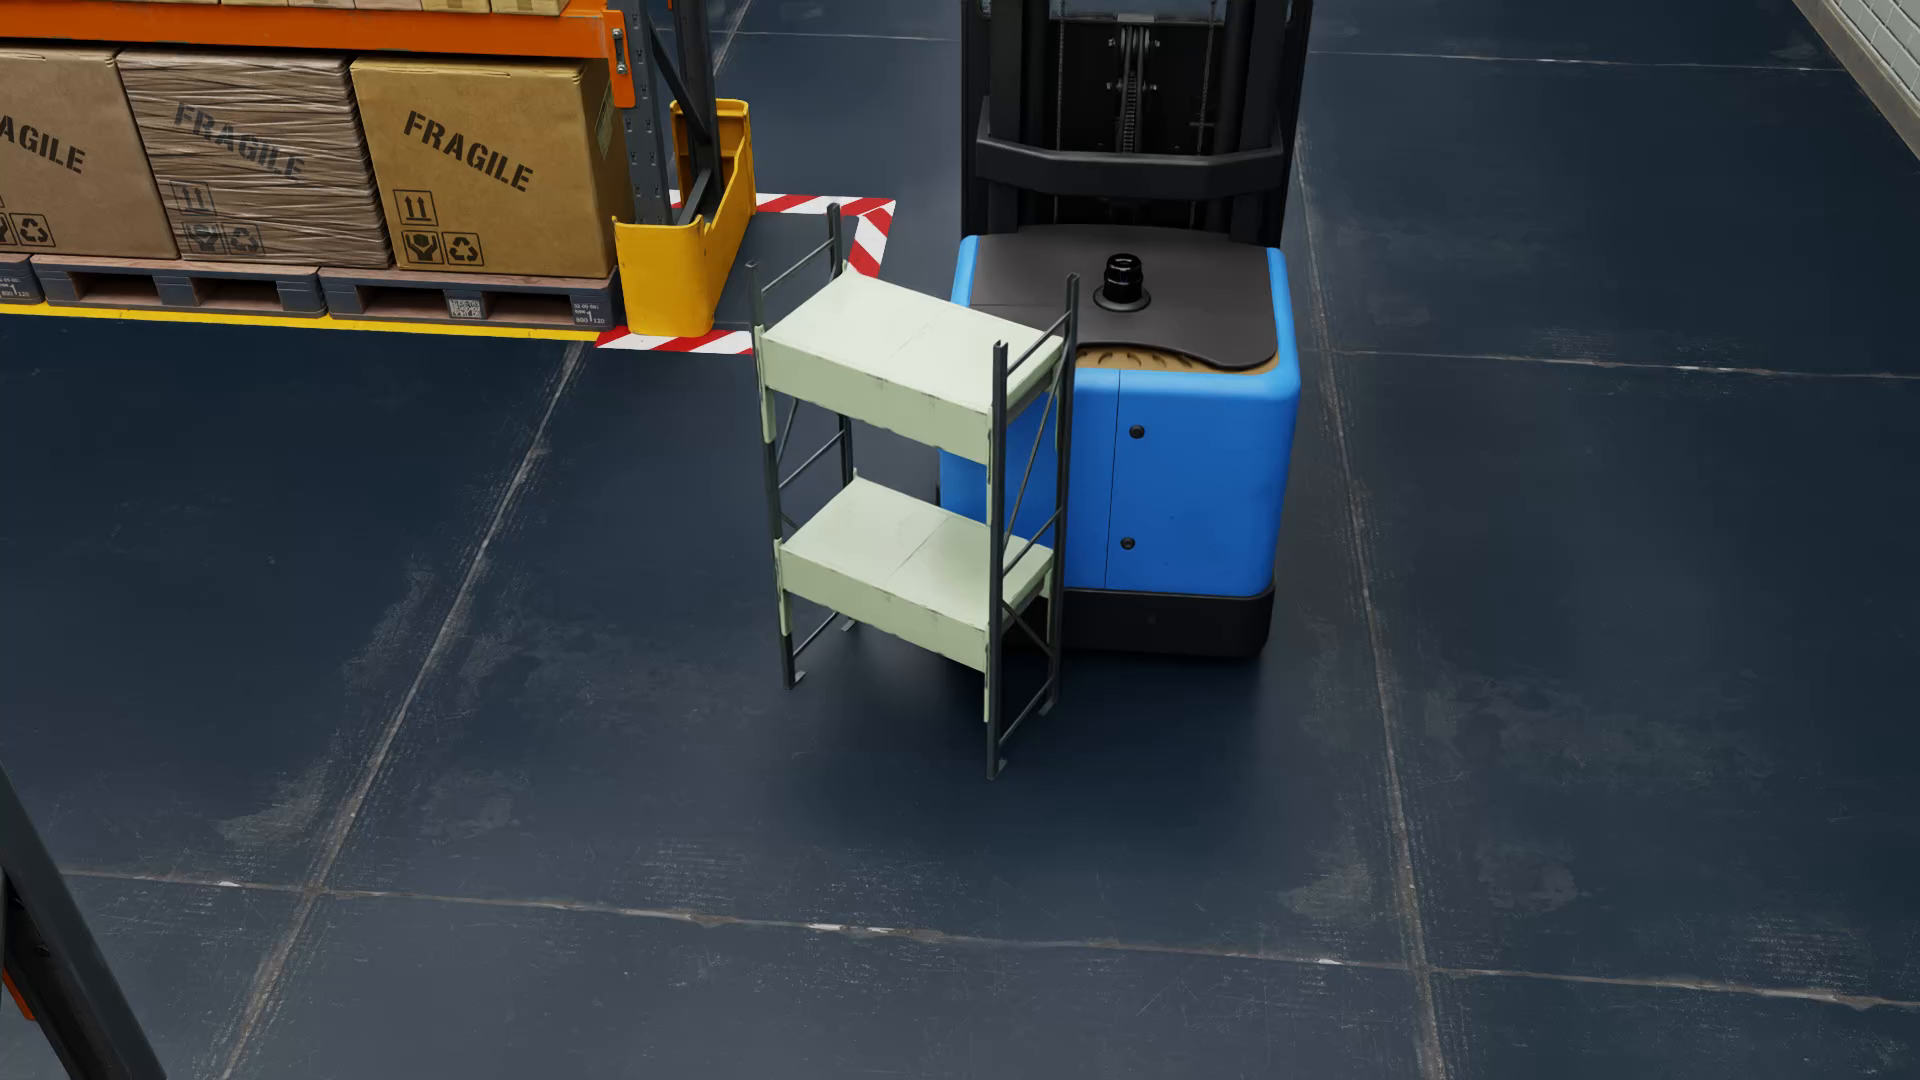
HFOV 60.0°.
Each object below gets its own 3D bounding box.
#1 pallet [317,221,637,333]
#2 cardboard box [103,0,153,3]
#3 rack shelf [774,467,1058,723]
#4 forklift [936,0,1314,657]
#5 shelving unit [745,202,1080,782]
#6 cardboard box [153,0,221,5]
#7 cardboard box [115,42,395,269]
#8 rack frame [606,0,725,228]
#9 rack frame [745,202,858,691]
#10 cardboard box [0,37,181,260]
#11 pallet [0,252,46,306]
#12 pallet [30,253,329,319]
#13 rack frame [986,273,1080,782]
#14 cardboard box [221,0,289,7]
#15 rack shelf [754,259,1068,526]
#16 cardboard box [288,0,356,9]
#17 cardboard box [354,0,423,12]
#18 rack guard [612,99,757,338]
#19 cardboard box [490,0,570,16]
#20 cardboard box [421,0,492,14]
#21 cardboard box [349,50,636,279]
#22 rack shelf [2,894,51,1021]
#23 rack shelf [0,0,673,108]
[{"bbox_3d":[-1.973,-1.274,7.148,1.213,0.211,1.003,3,39,4],"label":"pallet"},{"bbox_3d":[-3.076,-2.159,6.226,0.250,0.149,0.380,4,39,5],"label":"cardboard box"},{"bbox_3d":[-0.123,0.150,4.894,0.720,0.370,0.431,21,44,24],"label":"rack shelf"},{"bbox_3d":[0.569,-1.690,5.504,1.130,2.935,3.031,3,39,4],"label":"forklift"},{"bbox_3d":[-0.123,-0.103,4.688,0.755,1.500,0.431,21,44,24],"label":"shelving unit"},{"bbox_3d":[-2.829,-2.144,6.207,0.250,0.149,0.380,3,39,4],"label":"cardboard box"},{"bbox_3d":[-2.721,-1.734,6.854,0.875,0.875,0.875,3,39,4],"label":"cardboard box"},{"bbox_3d":[-1.170,-2.361,6.274,0.127,3.000,1.000,3,39,4],"label":"rack frame"},{"bbox_3d":[-0.436,-0.222,4.835,0.023,1.500,0.400,21,44,24],"label":"rack frame"},{"bbox_3d":[-3.608,-1.782,6.914,0.875,0.875,0.875,3,39,4],"label":"cardboard box"},{"bbox_3d":[-4.404,-1.407,7.311,1.213,0.211,1.003,3,39,4],"label":"pallet"},{"bbox_3d":[-3.185,-1.342,7.231,1.213,0.211,1.003,3,39,4],"label":"pallet"},{"bbox_3d":[0.191,0.017,4.542,0.023,1.500,0.400,21,44,24],"label":"rack frame"},{"bbox_3d":[-2.571,-2.131,6.190,0.250,0.149,0.380,2,39,3],"label":"cardboard box"},{"bbox_3d":[-0.123,-0.406,4.442,0.720,0.370,0.431,21,44,24],"label":"rack shelf"},{"bbox_3d":[-2.312,-2.118,6.174,0.250,0.149,0.380,4,39,5],"label":"cardboard box"},{"bbox_3d":[-2.063,-2.103,6.157,0.250,0.149,0.380,3,39,4],"label":"cardboard box"},{"bbox_3d":[-1.146,-1.390,7.062,0.348,0.500,1.175,3,39,4],"label":"rack guard"},{"bbox_3d":[-1.553,-2.076,6.123,0.250,0.149,0.380,4,39,5],"label":"cardboard box"},{"bbox_3d":[-1.812,-2.089,6.139,0.250,0.149,0.380,4,39,4],"label":"cardboard box"},{"bbox_3d":[-1.814,-1.684,6.794,0.875,0.875,0.875,3,39,4],"label":"cardboard box"},{"bbox_3d":[-3.691,0.923,2.810,4.000,0.370,1.077,3,39,4],"label":"rack shelf"},{"bbox_3d":[-3.162,-2.191,6.635,4.000,0.370,1.077,3,39,4],"label":"rack shelf"}]
